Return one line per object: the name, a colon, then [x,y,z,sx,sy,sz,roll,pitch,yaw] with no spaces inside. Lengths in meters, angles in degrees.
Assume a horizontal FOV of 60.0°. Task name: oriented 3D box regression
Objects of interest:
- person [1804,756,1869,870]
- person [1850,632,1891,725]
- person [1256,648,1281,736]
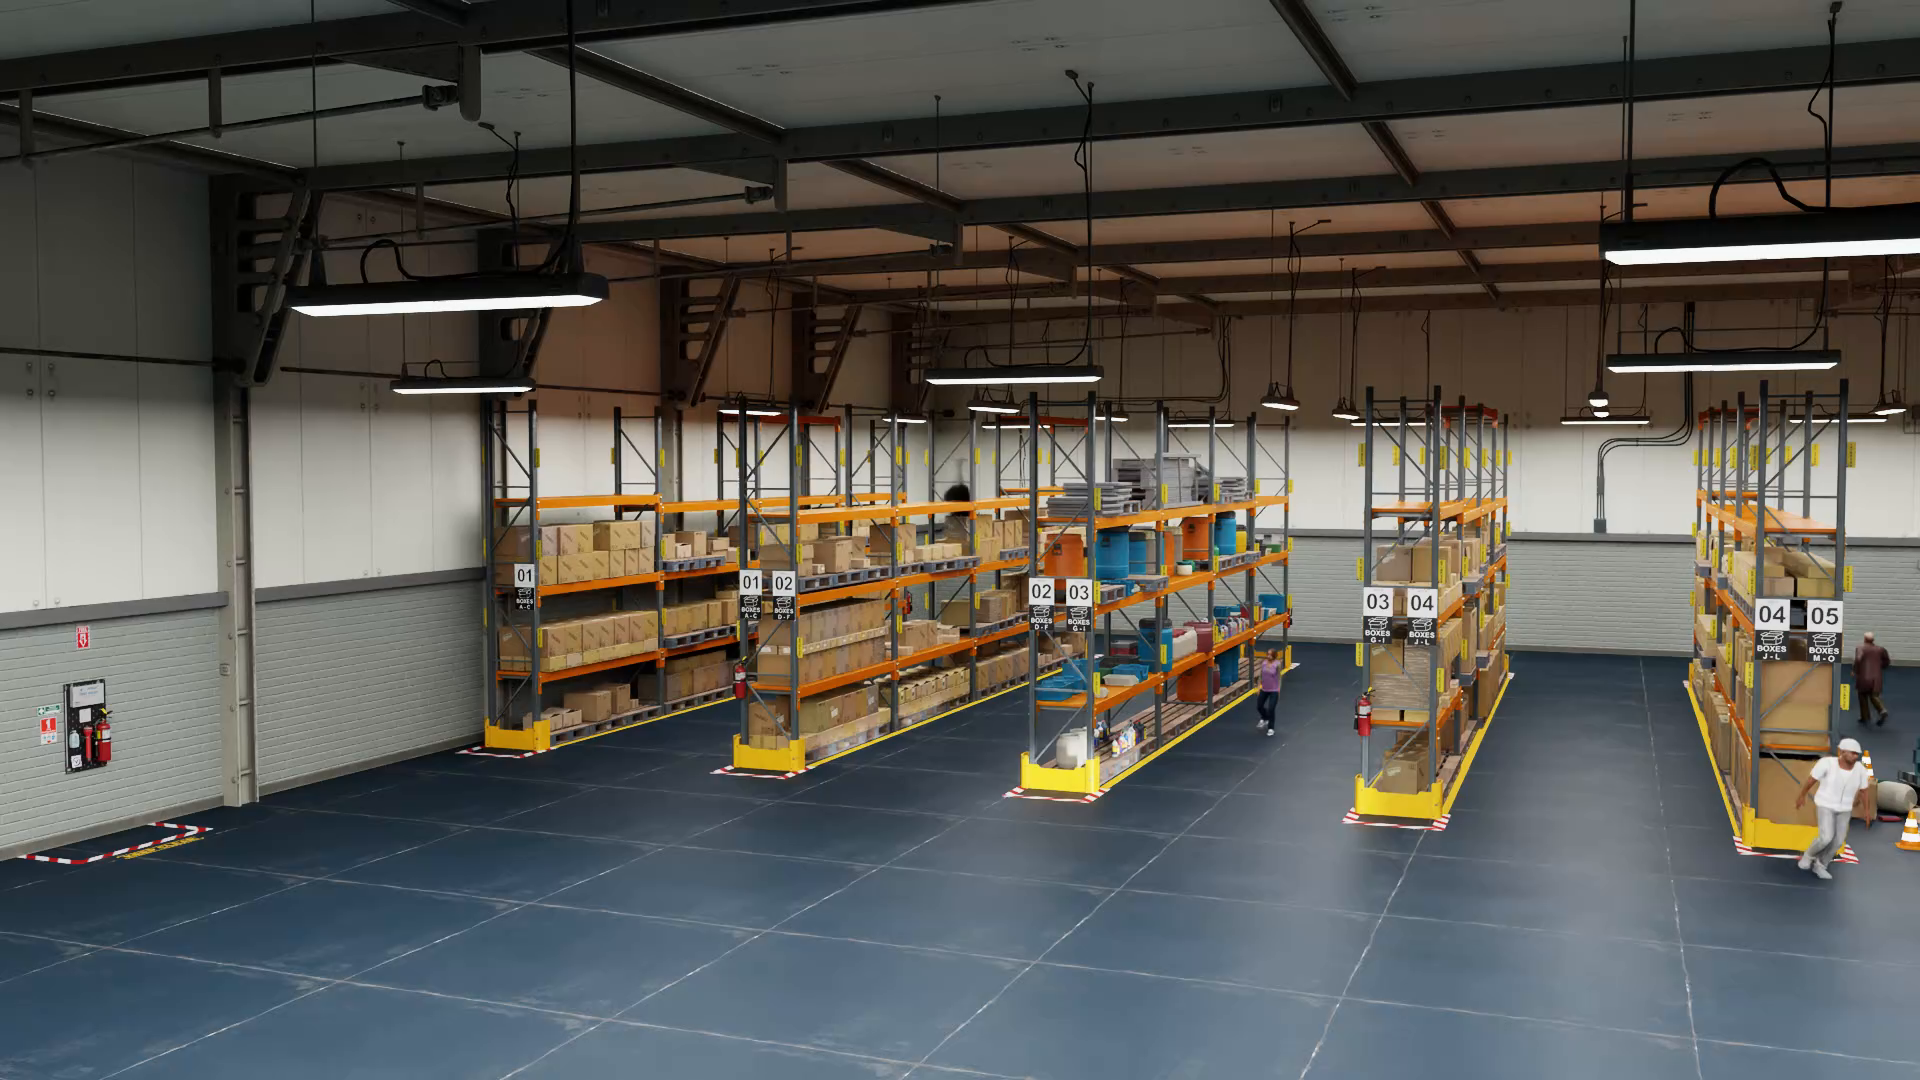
person: [10.408,3.244,19.728,0.601,1.409,0.520,0,3,-2]
person: [17.087,2.610,31.105,0.704,1.719,0.887,0,3,5]
person: [5.603,2.728,30.137,0.566,1.583,0.520,2,4,37]
